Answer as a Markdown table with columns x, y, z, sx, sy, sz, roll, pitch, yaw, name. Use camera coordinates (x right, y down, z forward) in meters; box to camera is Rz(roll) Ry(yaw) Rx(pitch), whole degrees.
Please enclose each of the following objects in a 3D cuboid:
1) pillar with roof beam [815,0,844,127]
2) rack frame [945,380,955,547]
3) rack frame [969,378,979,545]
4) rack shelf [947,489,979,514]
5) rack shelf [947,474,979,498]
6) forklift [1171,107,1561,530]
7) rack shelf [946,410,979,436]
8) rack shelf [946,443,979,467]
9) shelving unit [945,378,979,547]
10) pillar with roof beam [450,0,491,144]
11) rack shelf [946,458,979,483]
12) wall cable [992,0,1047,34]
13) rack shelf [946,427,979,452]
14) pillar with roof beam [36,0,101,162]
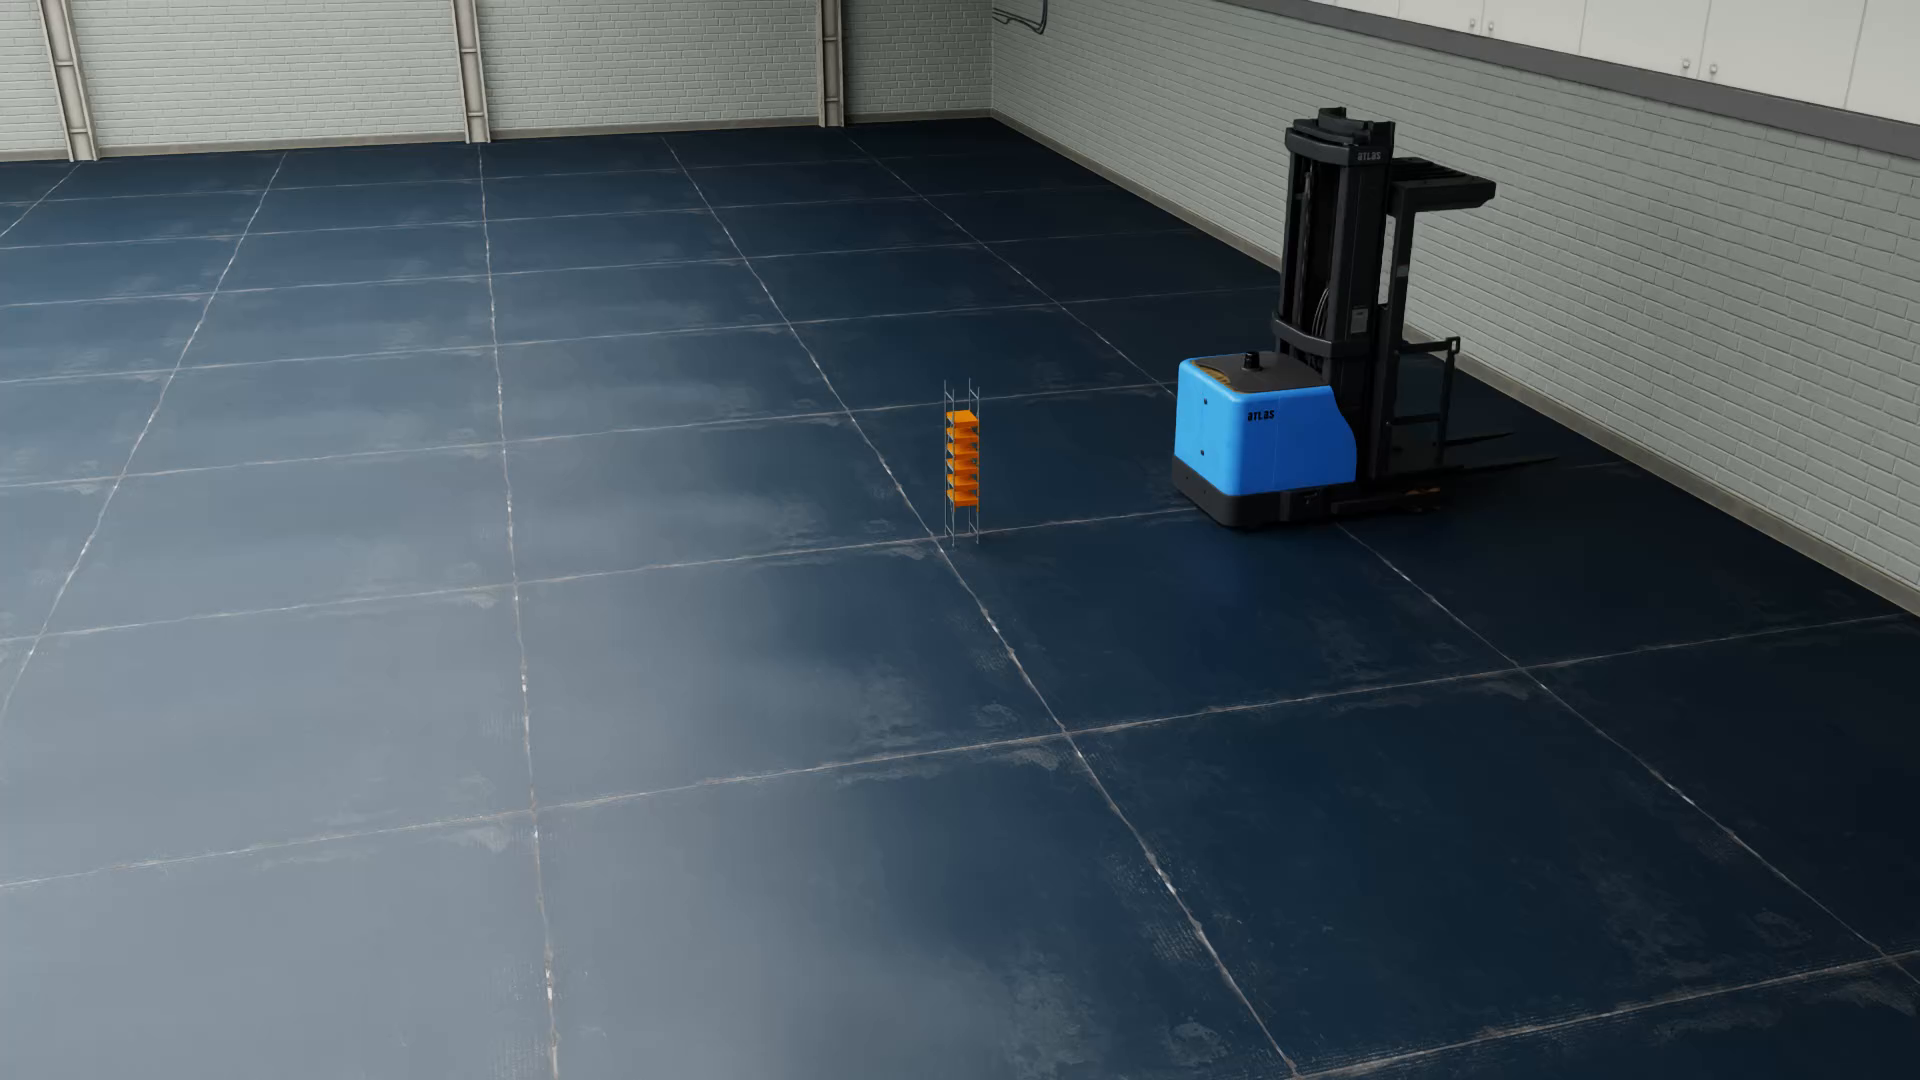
| x | y | z | sx | sy | sz | roll | pitch | yaw | name |
| --- | --- | --- | --- | --- | --- | --- | --- | --- | --- |
| -1.096 | -9.793 | 23.661 | 0.400 | 9.000 | 9.100 | -6 | 24 | -14 | pillar with roof beam |
| -0.074 | -0.543 | 11.994 | 0.006 | 1.200 | 0.240 | -6 | 24 | -14 | rack frame |
| 0.102 | -0.563 | 12.040 | 0.006 | 1.200 | 0.240 | -6 | 24 | -14 | rack frame |
| 0.014 | -0.292 | 12.129 | 0.180 | 0.103 | 0.258 | -6 | 24 | -14 | rack shelf |
| 0.014 | -0.402 | 12.082 | 0.180 | 0.103 | 0.258 | -6 | 24 | -14 | rack shelf |
| 3.242 | -1.747 | 12.606 | 3.031 | 2.935 | 1.130 | -7 | 24 | -16 | forklift |
| 0.014 | -0.843 | 11.893 | 0.180 | 0.103 | 0.258 | -6 | 24 | -14 | rack shelf |
| 0.014 | -0.622 | 11.987 | 0.180 | 0.103 | 0.258 | -6 | 24 | -14 | rack shelf |
| 0.014 | -0.553 | 12.017 | 0.189 | 1.200 | 0.258 | -6 | 24 | -14 | shelving unit |
| -6.873 | -9.154 | 22.171 | 0.400 | 9.000 | 9.100 | -6 | 24 | -14 | pillar with roof beam |
| 0.014 | -0.512 | 12.035 | 0.180 | 0.103 | 0.258 | -6 | 24 | -14 | rack shelf |
| 0.934 | -9.812 | 27.643 | 0.112 | 2.526 | 3.097 | -6 | 24 | -14 | wall cable |
| 0.014 | -0.733 | 11.940 | 0.180 | 0.103 | 0.258 | -6 | 24 | -14 | rack shelf |
| -12.650 | -8.515 | 20.682 | 0.400 | 9.000 | 9.100 | -6 | 24 | -14 | pillar with roof beam |
